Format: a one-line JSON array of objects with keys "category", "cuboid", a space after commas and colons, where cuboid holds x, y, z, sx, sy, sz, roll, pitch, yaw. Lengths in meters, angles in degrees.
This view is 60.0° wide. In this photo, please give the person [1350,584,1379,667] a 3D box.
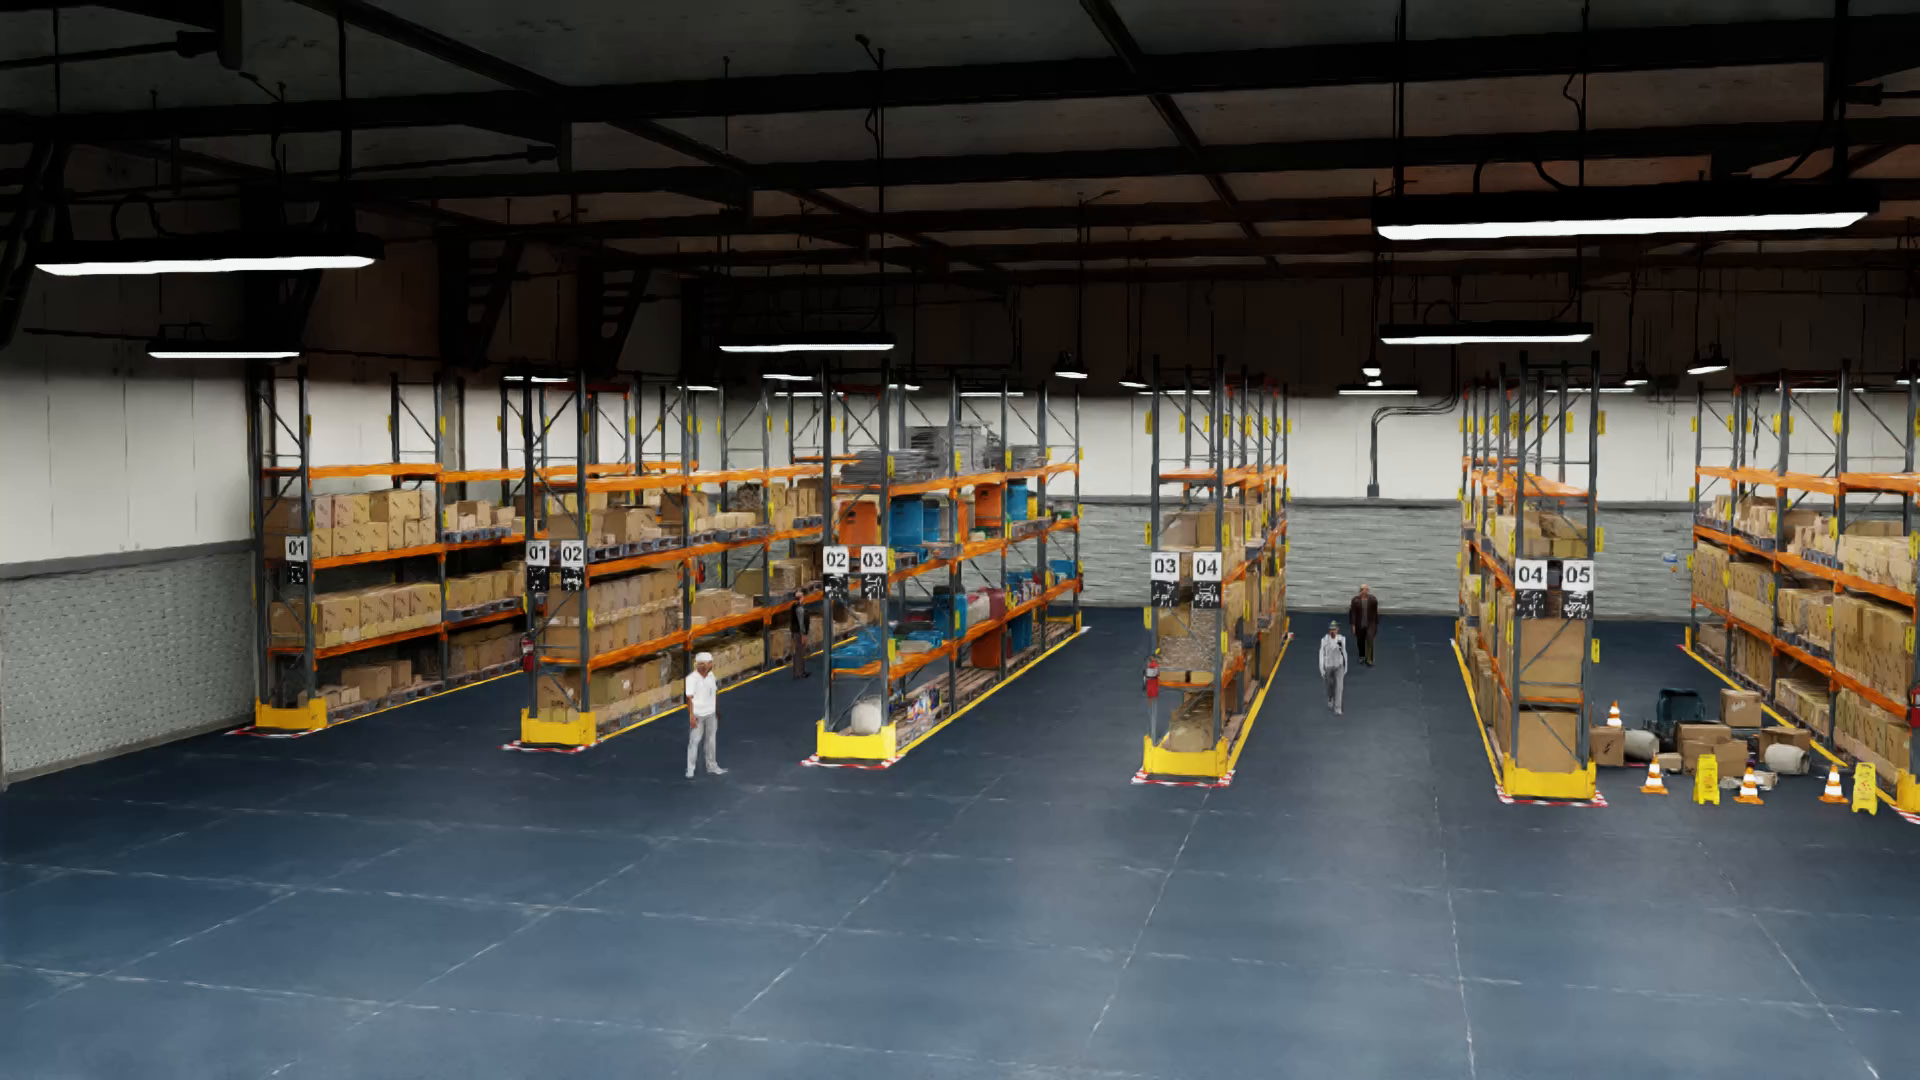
[{"category": "person", "cuboid": [8.410, 1.748, 34.622, 0.591, 1.698, 1.193, 1, 4, 17]}]

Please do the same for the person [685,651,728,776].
[{"category": "person", "cuboid": [-3.653, 2.471, 23.729, 0.429, 1.761, 0.651, 3, 5, 36]}]

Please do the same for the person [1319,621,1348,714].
[{"category": "person", "cuboid": [6.505, 2.188, 29.015, 0.495, 1.589, 1.086, 1, 4, 17]}]

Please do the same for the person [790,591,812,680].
[{"category": "person", "cuboid": [-3.120, 1.863, 32.833, 0.450, 1.729, 0.582, -1, 4, -15]}]
